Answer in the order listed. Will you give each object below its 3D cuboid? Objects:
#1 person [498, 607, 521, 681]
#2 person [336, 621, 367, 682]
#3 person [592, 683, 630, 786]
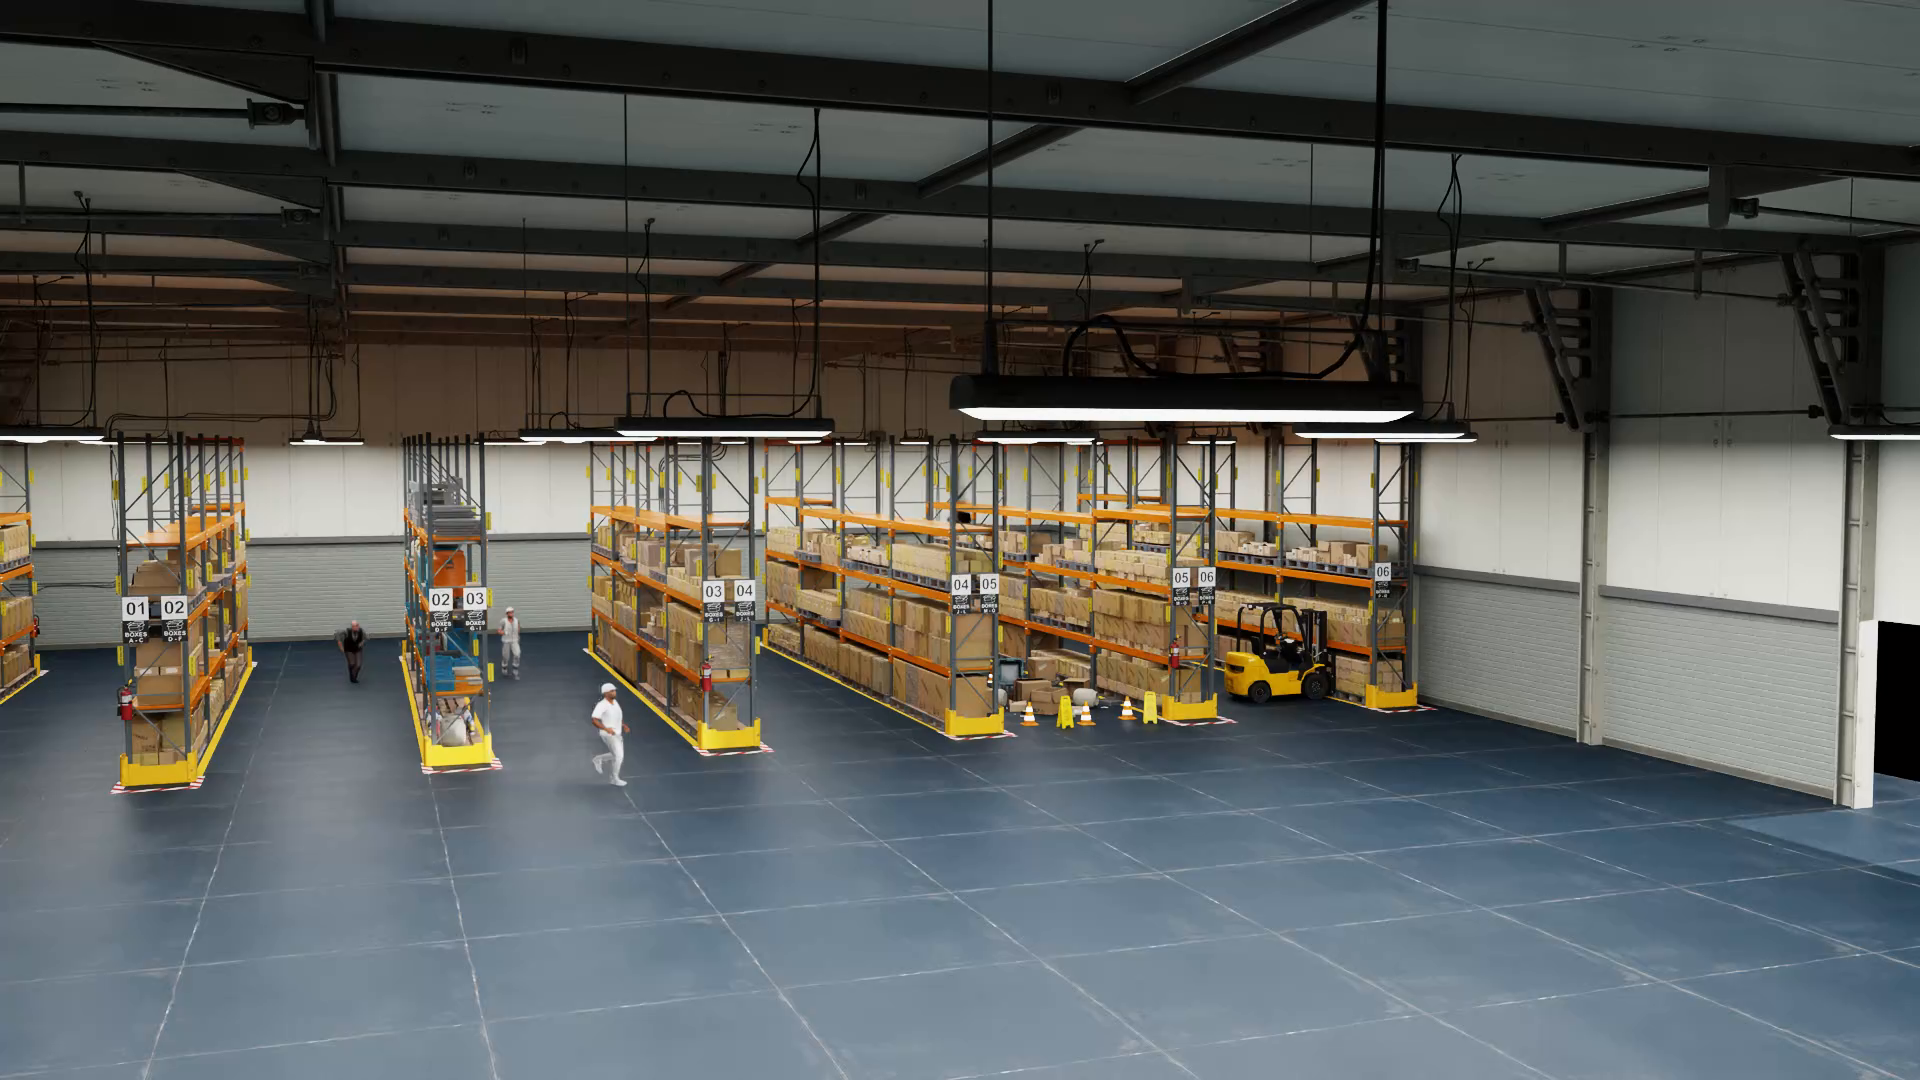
[{"bbox_3d":[-11.121,2.559,41.048,0.589,1.831,0.835,-2,4,-30],"label":"person"},{"bbox_3d":[-14.733,2.715,40.298,0.685,1.550,0.873,-2,4,-28],"label":"person"},{"bbox_3d":[-5.993,3.299,28.286,0.680,1.732,0.702,1,3,14],"label":"person"}]
